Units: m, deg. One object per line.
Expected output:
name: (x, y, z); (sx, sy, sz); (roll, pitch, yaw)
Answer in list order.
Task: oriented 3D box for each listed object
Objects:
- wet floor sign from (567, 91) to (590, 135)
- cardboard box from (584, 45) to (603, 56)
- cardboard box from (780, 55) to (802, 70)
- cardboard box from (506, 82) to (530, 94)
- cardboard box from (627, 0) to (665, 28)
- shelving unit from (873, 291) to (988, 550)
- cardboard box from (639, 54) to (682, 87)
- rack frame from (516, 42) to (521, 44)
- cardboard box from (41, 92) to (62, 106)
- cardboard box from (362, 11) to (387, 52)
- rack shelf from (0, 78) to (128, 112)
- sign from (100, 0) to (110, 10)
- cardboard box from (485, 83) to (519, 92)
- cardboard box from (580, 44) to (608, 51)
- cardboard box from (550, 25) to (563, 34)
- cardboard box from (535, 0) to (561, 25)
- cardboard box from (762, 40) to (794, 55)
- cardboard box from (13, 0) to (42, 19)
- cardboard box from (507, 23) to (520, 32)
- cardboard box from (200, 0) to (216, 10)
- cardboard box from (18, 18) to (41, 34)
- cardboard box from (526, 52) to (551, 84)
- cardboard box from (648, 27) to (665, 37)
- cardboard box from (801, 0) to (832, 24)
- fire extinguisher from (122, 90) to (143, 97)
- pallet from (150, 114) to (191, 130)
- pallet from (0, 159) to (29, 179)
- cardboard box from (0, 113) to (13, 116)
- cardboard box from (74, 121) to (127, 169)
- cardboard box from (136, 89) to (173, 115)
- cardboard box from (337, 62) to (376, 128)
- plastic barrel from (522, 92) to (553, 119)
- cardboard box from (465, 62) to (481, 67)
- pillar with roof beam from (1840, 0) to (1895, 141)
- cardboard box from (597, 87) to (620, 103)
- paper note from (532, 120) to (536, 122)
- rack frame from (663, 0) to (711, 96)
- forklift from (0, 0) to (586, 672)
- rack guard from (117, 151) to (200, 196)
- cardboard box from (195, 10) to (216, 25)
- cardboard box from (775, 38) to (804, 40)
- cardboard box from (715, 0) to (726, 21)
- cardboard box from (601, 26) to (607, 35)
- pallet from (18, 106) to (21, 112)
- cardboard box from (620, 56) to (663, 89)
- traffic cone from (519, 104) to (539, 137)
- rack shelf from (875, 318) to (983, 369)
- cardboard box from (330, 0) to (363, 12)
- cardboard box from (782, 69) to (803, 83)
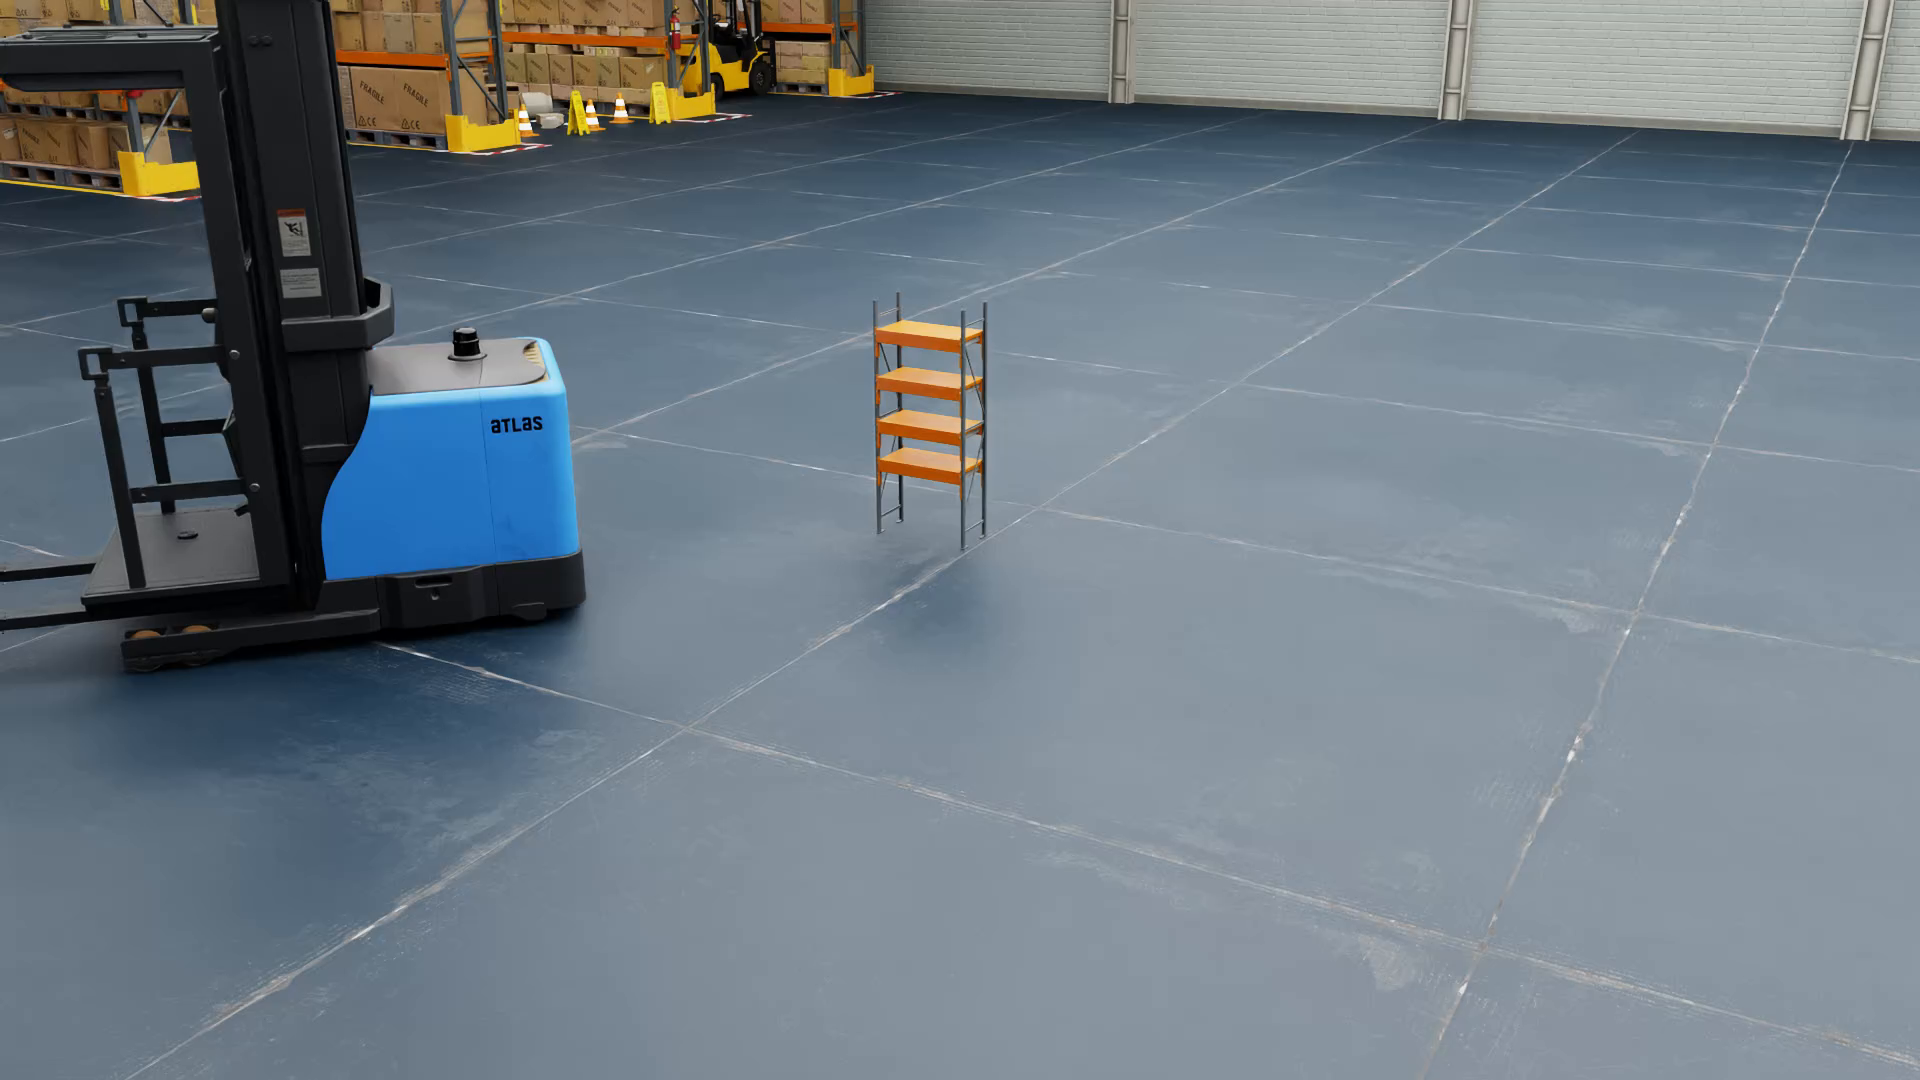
wet floor sign: (-5.868, -6.547, 25.468); (0.232, 0.644, 0.267); (7, 21, 18)
cardboard box: (-6.160, -8.306, 28.229); (0.250, 0.149, 0.380); (12, 23, 30)
cardboard box: (-3.125, -9.252, 32.156); (0.500, 0.250, 0.500); (11, 22, 27)
cardboard box: (-7.641, -7.951, 29.303); (0.500, 0.250, 0.500); (10, 22, 25)
cardboard box: (-5.141, -8.755, 27.519); (0.500, 0.500, 0.500); (10, 22, 26)
shelving unit: (-0.145, -0.592, 8.236); (0.503, 1.200, 0.258); (11, 23, 27)
cardboard box: (-5.123, -8.037, 28.440); (0.500, 0.500, 0.500); (10, 22, 26)
rack frame: (-9.099, -11.369, 35.307); (0.127, 3.000, 1.000); (11, 23, 27)
cardboard box: (-14.996, -7.541, 27.806); (0.500, 0.500, 0.500); (12, 23, 29)
cardboard box: (-8.123, -7.404, 24.156); (0.550, 0.550, 0.875); (11, 23, 27)
rack shelf: (-11.112, -5.604, 20.470); (4.000, 0.370, 1.077); (11, 23, 27)
sign: (-9.654, -6.141, 18.733); (0.005, 0.325, 0.100); (11, 23, 27)
cardboard box: (-7.753, -7.468, 28.215); (0.500, 0.500, 0.500); (-7, 21, -20)
cardboard box: (-7.399, -10.124, 34.741); (0.625, 0.625, 0.875); (10, 22, 25)
cardboard box: (-6.794, -8.743, 28.439); (0.250, 0.149, 0.380); (11, 23, 28)
cardboard box: (-6.895, -9.092, 28.447); (0.500, 0.500, 0.500); (11, 22, 27)
cardboard box: (-3.563, -9.561, 32.273); (0.500, 0.250, 0.500); (11, 23, 28)
cardboard box: (-10.841, -6.450, 19.698); (0.500, 0.500, 0.500); (11, 23, 27)
cardboard box: (-7.660, -8.932, 28.960); (0.250, 0.149, 0.380); (12, 23, 29)
cardboard box: (-11.237, -8.417, 25.558); (0.500, 0.500, 0.700); (10, 22, 26)
cardboard box: (-10.743, -6.040, 20.033); (0.500, 0.500, 0.875); (11, 23, 27)
cardboard box: (-7.168, -8.218, 28.939); (0.500, 0.500, 0.500); (12, 23, 29)
cardboard box: (-4.963, -8.440, 27.602); (0.250, 0.149, 0.380); (12, 23, 29)
cardboard box: (-2.673, -10.089, 31.632); (0.500, 0.500, 0.500); (10, 22, 26)
fire extinguisher: (-9.490, -5.417, 19.013); (0.183, 0.674, 0.296); (11, 23, 27)
pallet: (-12.130, -6.732, 26.615); (1.213, 0.211, 1.003); (11, 23, 27)
pallet: (-12.254, -4.863, 21.461); (1.213, 0.211, 1.003); (11, 23, 27)
cardboard box: (-12.528, -5.219, 21.403); (0.500, 0.500, 0.500); (10, 22, 26)
cardboard box: (-10.441, -4.830, 20.331); (0.500, 0.500, 0.500); (18, 27, 41)
cardboard box: (-12.590, -7.267, 26.684); (0.750, 0.750, 1.050); (11, 23, 28)
cardboard box: (-9.047, -6.659, 24.824); (0.875, 0.875, 0.875); (11, 23, 28)
plastic barrel: (-7.074, -7.241, 27.708); (0.512, 0.421, 0.421); (-7, 21, -20)
cardboard box: (-10.463, -10.570, 36.155); (0.500, 0.500, 0.500); (12, 23, 30)
pillar with roof beam: (11.331, -8.967, 19.890); (0.400, 9.000, 9.100); (11, 23, 27)
cardboard box: (-5.818, -7.607, 28.355); (0.500, 0.250, 0.500); (11, 23, 27)
paper note: (-6.997, -6.909, 27.384); (0.148, 0.019, 0.142); (-16, 26, -38)
rack frame: (-4.533, -8.560, 27.564); (0.127, 3.000, 1.000); (11, 23, 27)
forklift: (-3.245, -1.035, 6.921); (3.031, 2.935, 1.130); (-6, 21, -16)
rack guard: (-9.432, -4.447, 19.892); (0.348, 0.500, 1.175); (11, 23, 27)
cardboard box: (-11.378, -7.873, 25.523); (0.500, 0.500, 0.500); (11, 22, 27)
cardboard box: (-3.312, -9.718, 32.706); (0.500, 0.250, 0.500); (11, 22, 27)
cardboard box: (-4.442, -10.433, 32.582); (0.500, 0.500, 0.500); (11, 22, 27)
cardboard box: (-5.847, -8.617, 28.089); (0.250, 0.149, 0.380); (11, 23, 28)
pallet: (-16.654, -7.625, 29.076); (1.213, 0.211, 1.003); (11, 23, 27)
cardboard box: (-5.359, -7.873, 27.986); (0.500, 0.500, 0.500); (11, 23, 28)
traffic cone: (-6.630, -6.388, 25.296); (0.334, 0.463, 0.336); (11, 23, 27)
rack shelf: (-0.145, -0.961, 8.102); (0.480, 0.148, 0.258); (11, 23, 27)
cardboard box: (-8.637, -7.968, 24.128); (0.500, 0.550, 0.875); (11, 23, 27)
cardboard box: (-3.109, -9.013, 32.228); (0.500, 0.250, 0.500); (11, 23, 27)
